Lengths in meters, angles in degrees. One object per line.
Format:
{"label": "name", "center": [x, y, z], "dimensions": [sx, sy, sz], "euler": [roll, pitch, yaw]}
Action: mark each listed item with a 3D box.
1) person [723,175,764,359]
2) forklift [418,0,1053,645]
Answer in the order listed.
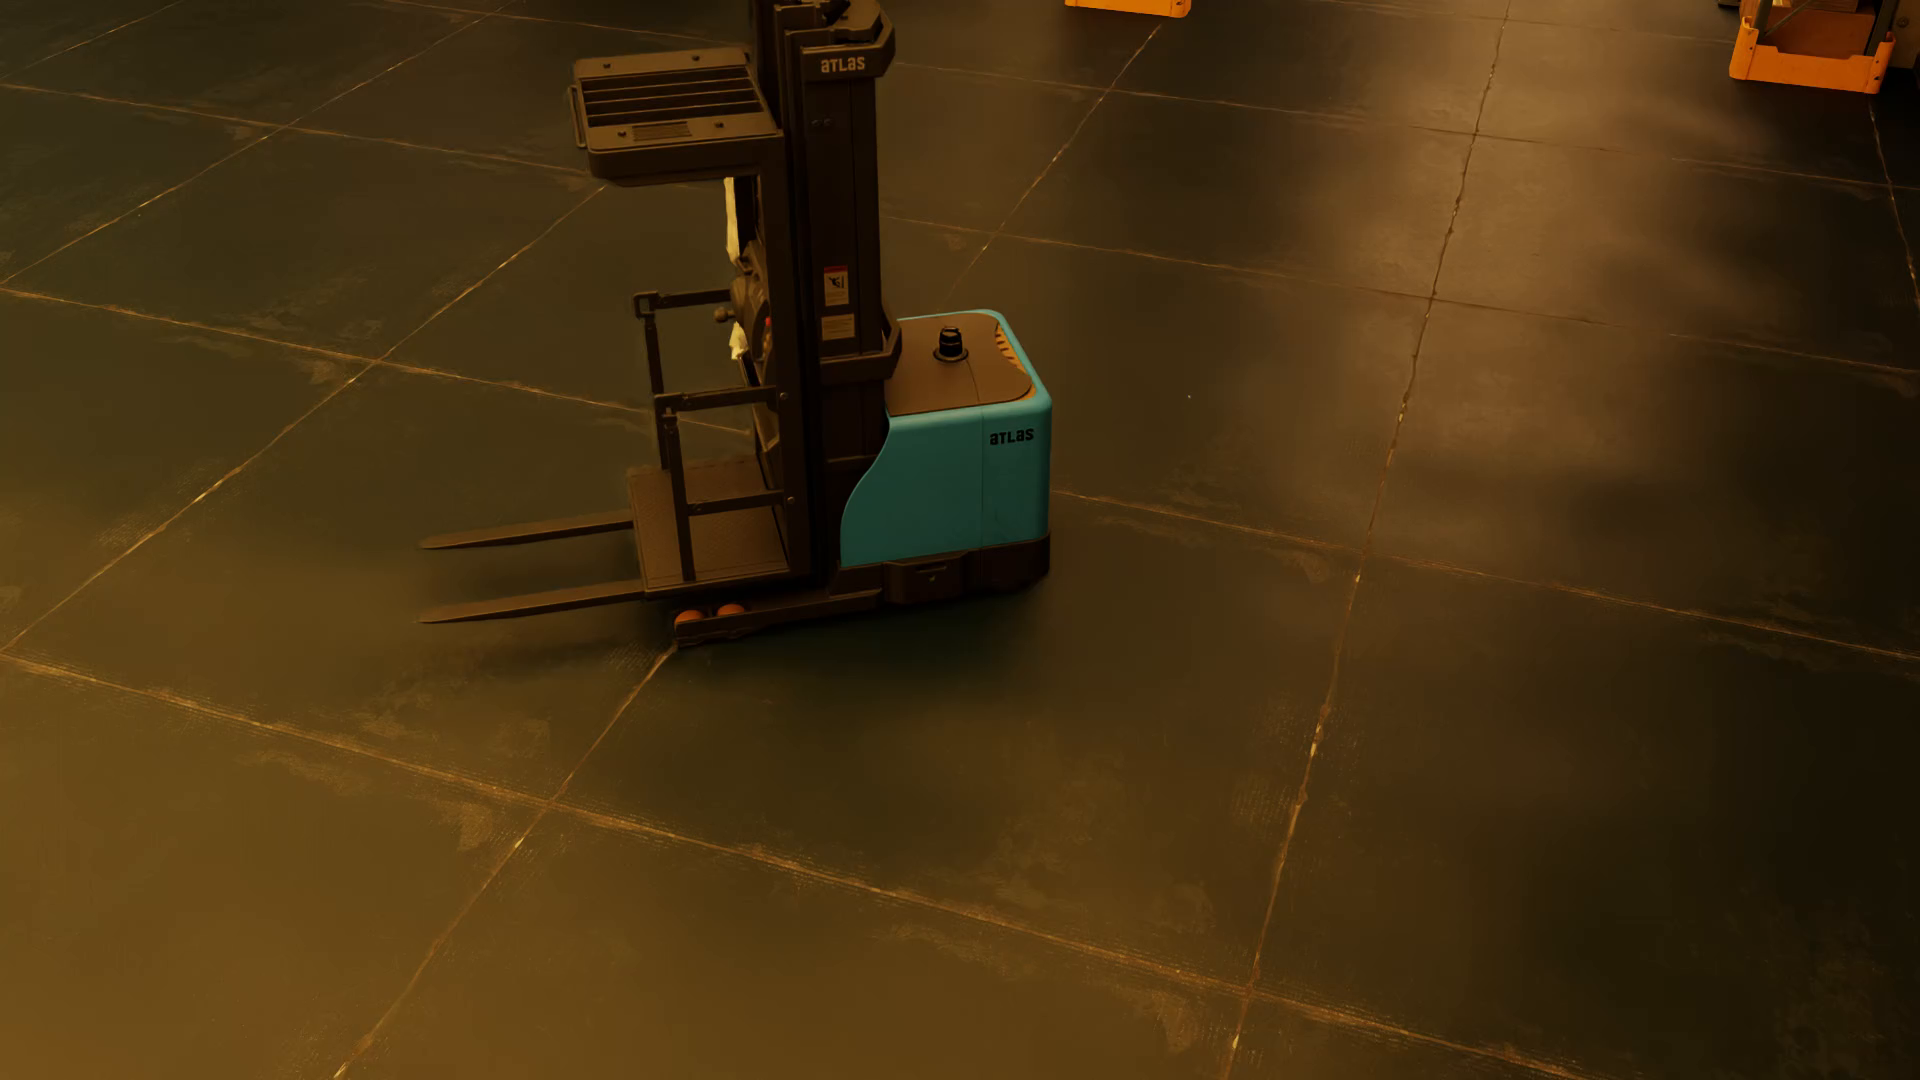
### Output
{"label": "person", "center": [-1.089, -1.772, 9.782], "dimensions": [0.699, 1.580, 0.659], "euler": [28, 44, 34]}
{"label": "forklift", "center": [-1.128, -1.032, 7.567], "dimensions": [3.031, 2.935, 1.130], "euler": [-8, 36, -11]}
